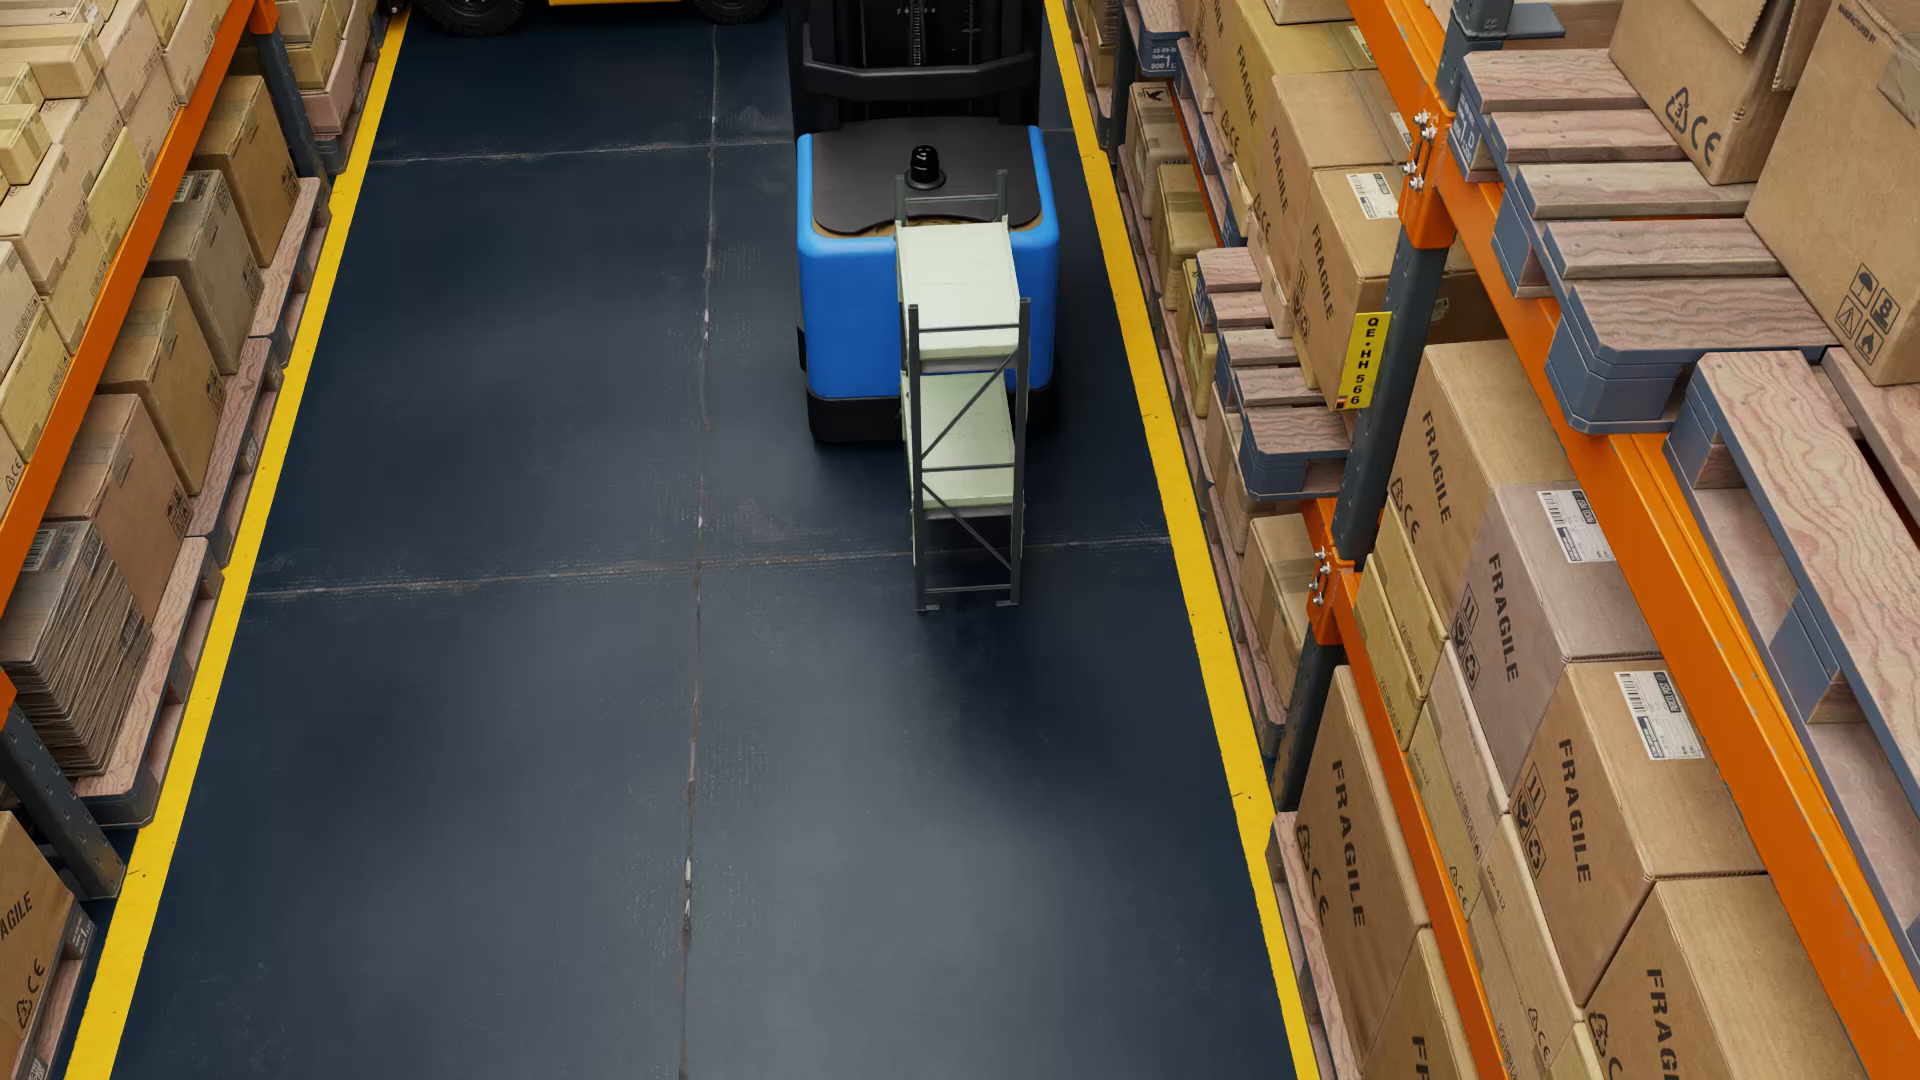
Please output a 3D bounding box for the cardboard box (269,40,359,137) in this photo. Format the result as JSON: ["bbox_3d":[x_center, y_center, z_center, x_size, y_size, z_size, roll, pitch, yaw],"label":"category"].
[{"bbox_3d":[-3.386,-2.298,8.465,0.500,0.250,0.500,-3,47,-3],"label":"cardboard box"}]

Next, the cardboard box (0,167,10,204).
[{"bbox_3d":[-3.230,-1.087,5.197,0.380,0.149,0.250,-3,47,-3],"label":"cardboard box"}]

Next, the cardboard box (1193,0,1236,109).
[{"bbox_3d":[1.148,-1.866,5.888,0.500,0.500,0.500,-5,47,-5],"label":"cardboard box"}]

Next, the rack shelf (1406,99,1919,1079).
[{"bbox_3d":[1.773,0.524,2.618,1.077,0.370,4.000,-3,47,-3],"label":"rack shelf"}]

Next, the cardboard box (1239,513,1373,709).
[{"bbox_3d":[1.568,0.211,6.005,0.950,0.372,0.625,-6,47,-6],"label":"cardboard box"}]

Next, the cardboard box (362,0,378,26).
[{"bbox_3d":[-3.502,-3.035,9.163,0.500,0.250,0.500,-3,47,-3],"label":"cardboard box"}]

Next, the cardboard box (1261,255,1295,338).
[{"bbox_3d":[1.183,-0.789,5.315,0.380,0.149,0.250,-4,47,-4],"label":"cardboard box"}]

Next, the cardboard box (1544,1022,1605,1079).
[{"bbox_3d":[1.503,1.225,3.283,0.500,0.250,0.500,-3,47,-3],"label":"cardboard box"}]

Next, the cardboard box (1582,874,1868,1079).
[{"bbox_3d":[1.521,0.953,3.024,0.500,0.500,0.500,-3,47,-3],"label":"cardboard box"}]

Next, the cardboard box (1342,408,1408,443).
[{"bbox_3d":[1.344,-0.420,4.966,0.380,0.149,0.250,-2,47,-2],"label":"cardboard box"}]

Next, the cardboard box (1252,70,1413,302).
[{"bbox_3d":[1.236,-1.106,5.168,0.500,0.500,0.500,-4,47,-4],"label":"cardboard box"}]

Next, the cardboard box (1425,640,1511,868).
[{"bbox_3d":[1.444,0.496,3.973,0.500,0.250,0.500,-2,47,-2],"label":"cardboard box"}]

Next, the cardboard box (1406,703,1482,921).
[{"bbox_3d":[1.456,0.652,4.170,0.500,0.250,0.500,-5,47,-4],"label":"cardboard box"}]

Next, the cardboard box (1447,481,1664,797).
[{"bbox_3d":[1.454,0.213,3.725,0.500,0.500,0.500,-3,47,-3],"label":"cardboard box"}]

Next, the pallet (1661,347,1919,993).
[{"bbox_3d":[1.809,0.166,2.591,1.003,0.211,1.213,-2,47,-1],"label":"pallet"}]

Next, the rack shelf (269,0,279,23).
[{"bbox_3d":[-3.843,-3.928,8.900,1.077,0.370,4.000,-3,47,-3],"label":"rack shelf"}]

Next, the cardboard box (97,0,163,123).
[{"bbox_3d":[-3.292,-1.767,6.117,0.500,0.250,0.500,-3,47,-3],"label":"cardboard box"}]

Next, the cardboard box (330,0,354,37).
[{"bbox_3d":[-3.452,-2.833,8.627,0.500,0.250,0.500,-4,47,-4],"label":"cardboard box"}]

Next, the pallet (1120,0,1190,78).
[{"bbox_3d":[1.190,-2.405,7.094,1.003,0.211,1.213,-3,47,-3],"label":"pallet"}]

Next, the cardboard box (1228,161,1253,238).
[{"bbox_3d":[1.133,-1.170,5.676,0.380,0.149,0.250,-3,47,-3],"label":"cardboard box"}]

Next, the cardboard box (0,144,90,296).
[{"bbox_3d":[-3.201,-1.033,5.421,0.500,0.250,0.500,-5,47,-4],"label":"cardboard box"}]

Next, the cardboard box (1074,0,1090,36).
[{"bbox_3d":[0.899,-3.028,9.157,0.500,0.250,0.500,-5,47,-4],"label":"cardboard box"}]

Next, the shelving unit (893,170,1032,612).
[{"bbox_3d":[-0.001,-0.521,6.210,0.431,1.500,0.755,-3,47,-3],"label":"shelving unit"}]

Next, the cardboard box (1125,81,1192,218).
[{"bbox_3d":[1.317,-1.895,7.999,0.950,0.372,0.625,-3,47,-3],"label":"cardboard box"}]

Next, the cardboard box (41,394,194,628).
[{"bbox_3d":[-3.441,-0.087,6.113,0.875,0.625,0.625,-2,47,-2],"label":"cardboard box"}]

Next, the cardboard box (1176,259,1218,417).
[{"bbox_3d":[1.441,-0.872,7.030,0.950,0.372,0.625,-2,47,-2],"label":"cardboard box"}]

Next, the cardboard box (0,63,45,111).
[{"bbox_3d":[-3.310,-1.456,5.548,0.380,0.149,0.250,-3,47,-3],"label":"cardboard box"}]

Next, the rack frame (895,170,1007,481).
[{"bbox_3d":[-0.031,-0.785,6.461,0.400,1.500,0.023,-3,47,-3],"label":"rack frame"}]

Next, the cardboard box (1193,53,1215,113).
[{"bbox_3d":[1.084,-1.727,6.204,0.380,0.149,0.250,-2,47,-2],"label":"cardboard box"}]

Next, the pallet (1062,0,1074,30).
[{"bbox_3d":[1.074,-3.443,9.865,1.003,0.211,1.213,-3,47,-3],"label":"pallet"}]

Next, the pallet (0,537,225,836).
[{"bbox_3d":[-3.370,0.526,6.106,1.003,0.211,1.213,-3,47,-3],"label":"pallet"}]

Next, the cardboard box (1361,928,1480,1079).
[{"bbox_3d":[1.651,1.597,4.345,0.875,0.875,0.875,-3,47,-3],"label":"cardboard box"}]

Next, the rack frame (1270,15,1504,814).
[{"bbox_3d":[1.606,-0.139,4.816,1.000,3.000,0.127,-3,47,-3],"label":"rack frame"}]

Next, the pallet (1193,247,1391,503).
[{"bbox_3d":[1.440,-0.582,5.368,1.213,0.211,1.003,-3,47,-3],"label":"pallet"}]

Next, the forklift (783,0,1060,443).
[{"bbox_3d":[-0.212,-2.487,7.087,1.130,2.935,3.031,-3,47,-3],"label":"forklift"}]

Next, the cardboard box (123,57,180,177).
[{"bbox_3d":[-3.314,-1.604,6.306,0.500,0.250,0.500,-3,47,-3],"label":"cardboard box"}]

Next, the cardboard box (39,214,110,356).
[{"bbox_3d":[-3.221,-0.856,5.598,0.500,0.250,0.500,-5,47,-5],"label":"cardboard box"}]

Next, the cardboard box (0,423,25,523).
[{"bbox_3d":[-3.134,-0.119,4.900,0.500,0.250,0.500,-3,47,-3],"label":"cardboard box"}]

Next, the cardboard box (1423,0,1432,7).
[{"bbox_3d":[1.341,-1.479,4.192,0.380,0.149,0.250,-3,47,-3],"label":"cardboard box"}]

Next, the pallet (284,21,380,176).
[{"bbox_3d":[-3.700,-2.348,8.828,1.003,0.211,1.213,-3,47,-3],"label":"pallet"}]

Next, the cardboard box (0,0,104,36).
[{"bbox_3d":[-3.289,-1.830,5.901,0.380,0.149,0.250,-3,47,-3],"label":"cardboard box"}]

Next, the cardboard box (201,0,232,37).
[{"bbox_3d":[-3.372,-2.329,6.993,0.500,0.250,0.500,-3,47,-2],"label":"cardboard box"}]

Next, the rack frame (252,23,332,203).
[{"bbox_3d":[-3.675,-2.729,7.268,1.000,3.000,0.127,-3,47,-3],"label":"rack frame"}]

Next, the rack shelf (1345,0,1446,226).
[{"bbox_3d":[1.438,-2.370,5.358,1.077,0.370,4.000,-3,47,-3],"label":"rack shelf"}]

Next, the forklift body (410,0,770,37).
[{"bbox_3d":[-2.033,-4.070,9.123,2.313,2.155,1.214,-3,47,-3],"label":"forklift body"}]

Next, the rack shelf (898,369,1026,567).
[{"bbox_3d":[-0.001,-0.296,6.447,0.431,0.370,0.720,-3,47,-3],"label":"rack shelf"}]

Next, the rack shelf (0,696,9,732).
[{"bbox_3d":[-3.173,1.860,3.418,1.077,0.370,4.000,-3,47,-3],"label":"rack shelf"}]

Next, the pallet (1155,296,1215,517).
[{"bbox_3d":[1.443,-0.626,7.198,1.003,0.211,1.213,-3,47,-3],"label":"pallet"}]

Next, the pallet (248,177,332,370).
[{"bbox_3d":[-3.575,-1.239,7.778,1.003,0.211,1.213,-3,47,-3],"label":"pallet"}]

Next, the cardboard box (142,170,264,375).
[{"bbox_3d":[-3.563,-1.118,7.089,0.875,0.625,0.625,-4,47,-4],"label":"cardboard box"}]

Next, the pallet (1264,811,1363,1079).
[{"bbox_3d":[1.597,1.395,5.284,1.003,0.211,1.213,-3,47,-3],"label":"pallet"}]

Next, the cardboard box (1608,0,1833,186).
[{"bbox_3d":[1.788,-1.087,3.287,0.797,0.503,0.637,-6,47,-6],"label":"cardboard box"}]

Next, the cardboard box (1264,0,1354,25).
[{"bbox_3d":[1.188,-1.810,5.388,0.380,0.149,0.250,-6,47,-5],"label":"cardboard box"}]

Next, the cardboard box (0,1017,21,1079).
[{"bbox_3d":[-3.059,1.536,4.662,0.500,0.500,0.500,-4,47,-4],"label":"cardboard box"}]
